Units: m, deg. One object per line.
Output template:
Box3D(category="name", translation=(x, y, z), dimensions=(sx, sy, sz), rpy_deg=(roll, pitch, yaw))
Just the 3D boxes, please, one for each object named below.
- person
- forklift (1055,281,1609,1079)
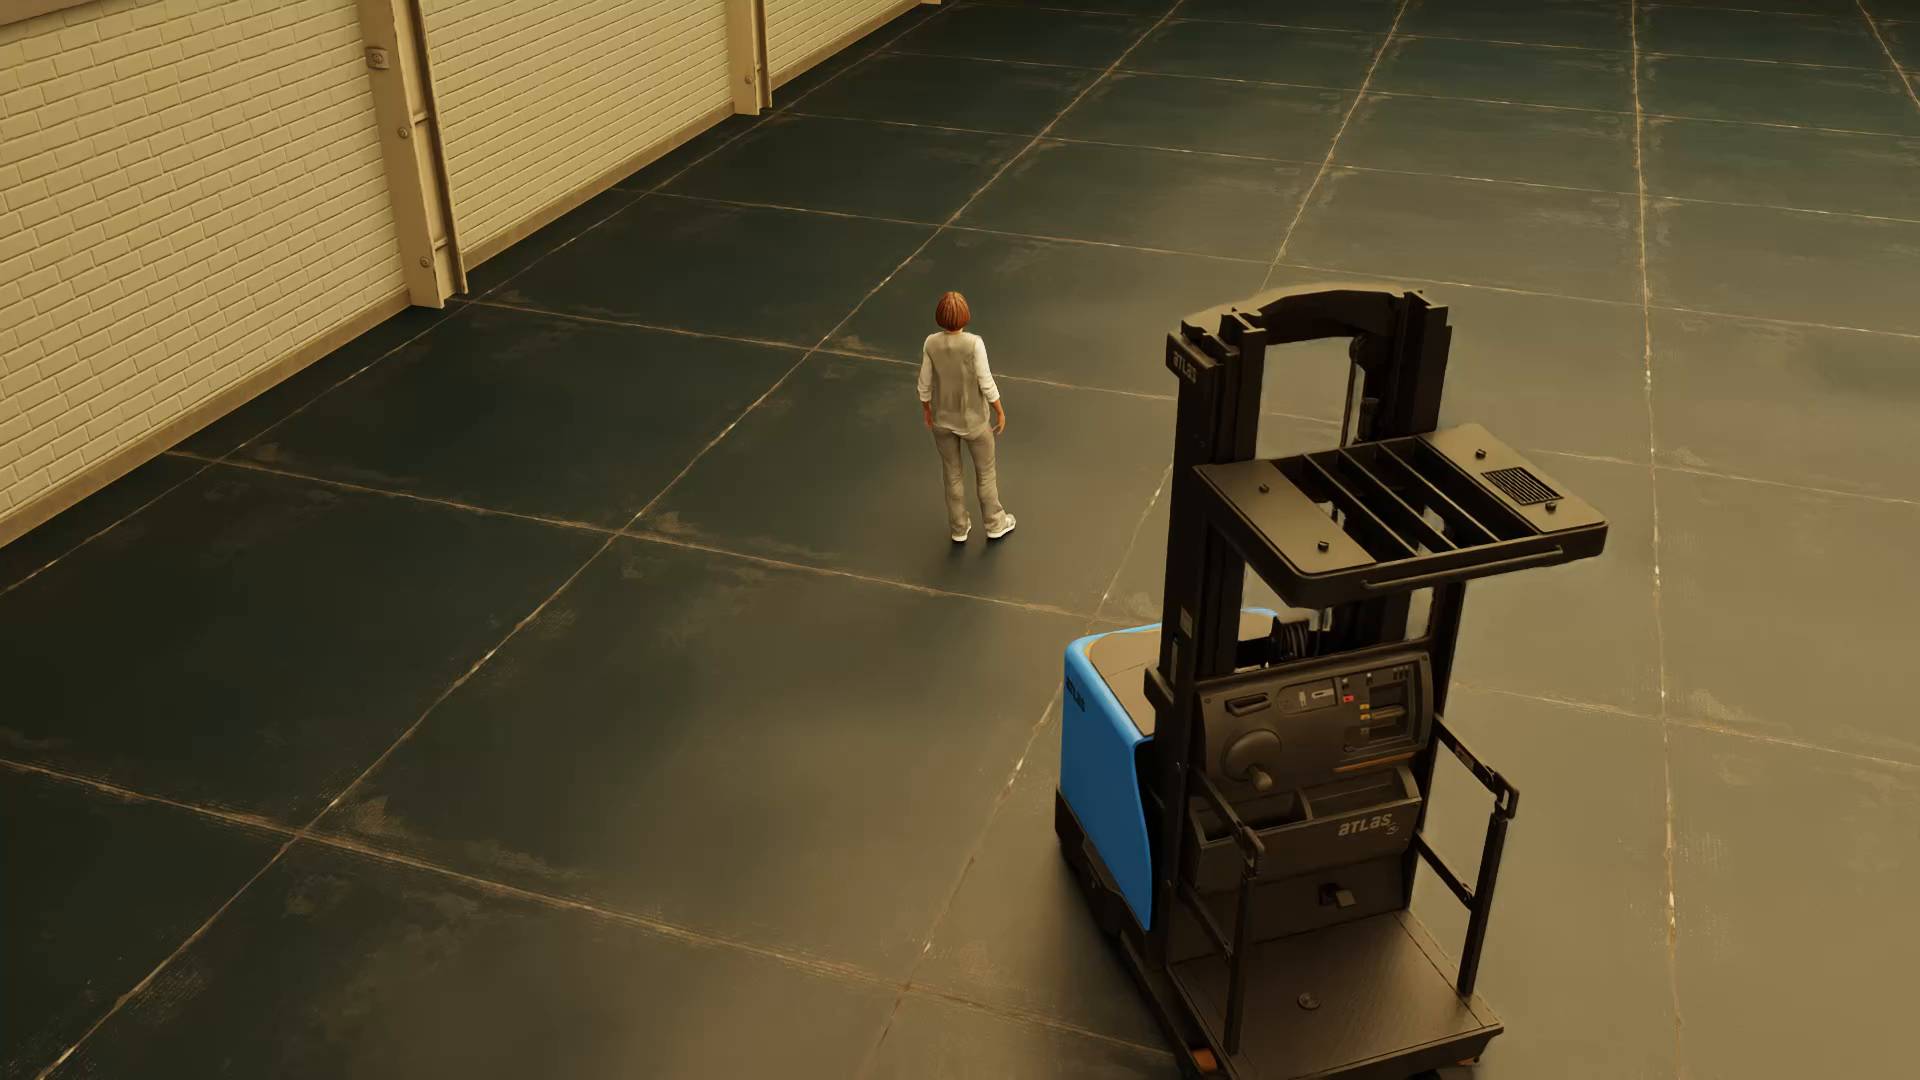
Box3D(category="person", translation=(0.037, -0.729, 9.755), dimensions=(0.520, 1.590, 0.475), rpy_deg=(10, 31, 16))
Box3D(category="forklift", translation=(1.376, 0.708, 5.895), dimensions=(1.130, 2.935, 3.031), rpy_deg=(-9, 31, -16))
